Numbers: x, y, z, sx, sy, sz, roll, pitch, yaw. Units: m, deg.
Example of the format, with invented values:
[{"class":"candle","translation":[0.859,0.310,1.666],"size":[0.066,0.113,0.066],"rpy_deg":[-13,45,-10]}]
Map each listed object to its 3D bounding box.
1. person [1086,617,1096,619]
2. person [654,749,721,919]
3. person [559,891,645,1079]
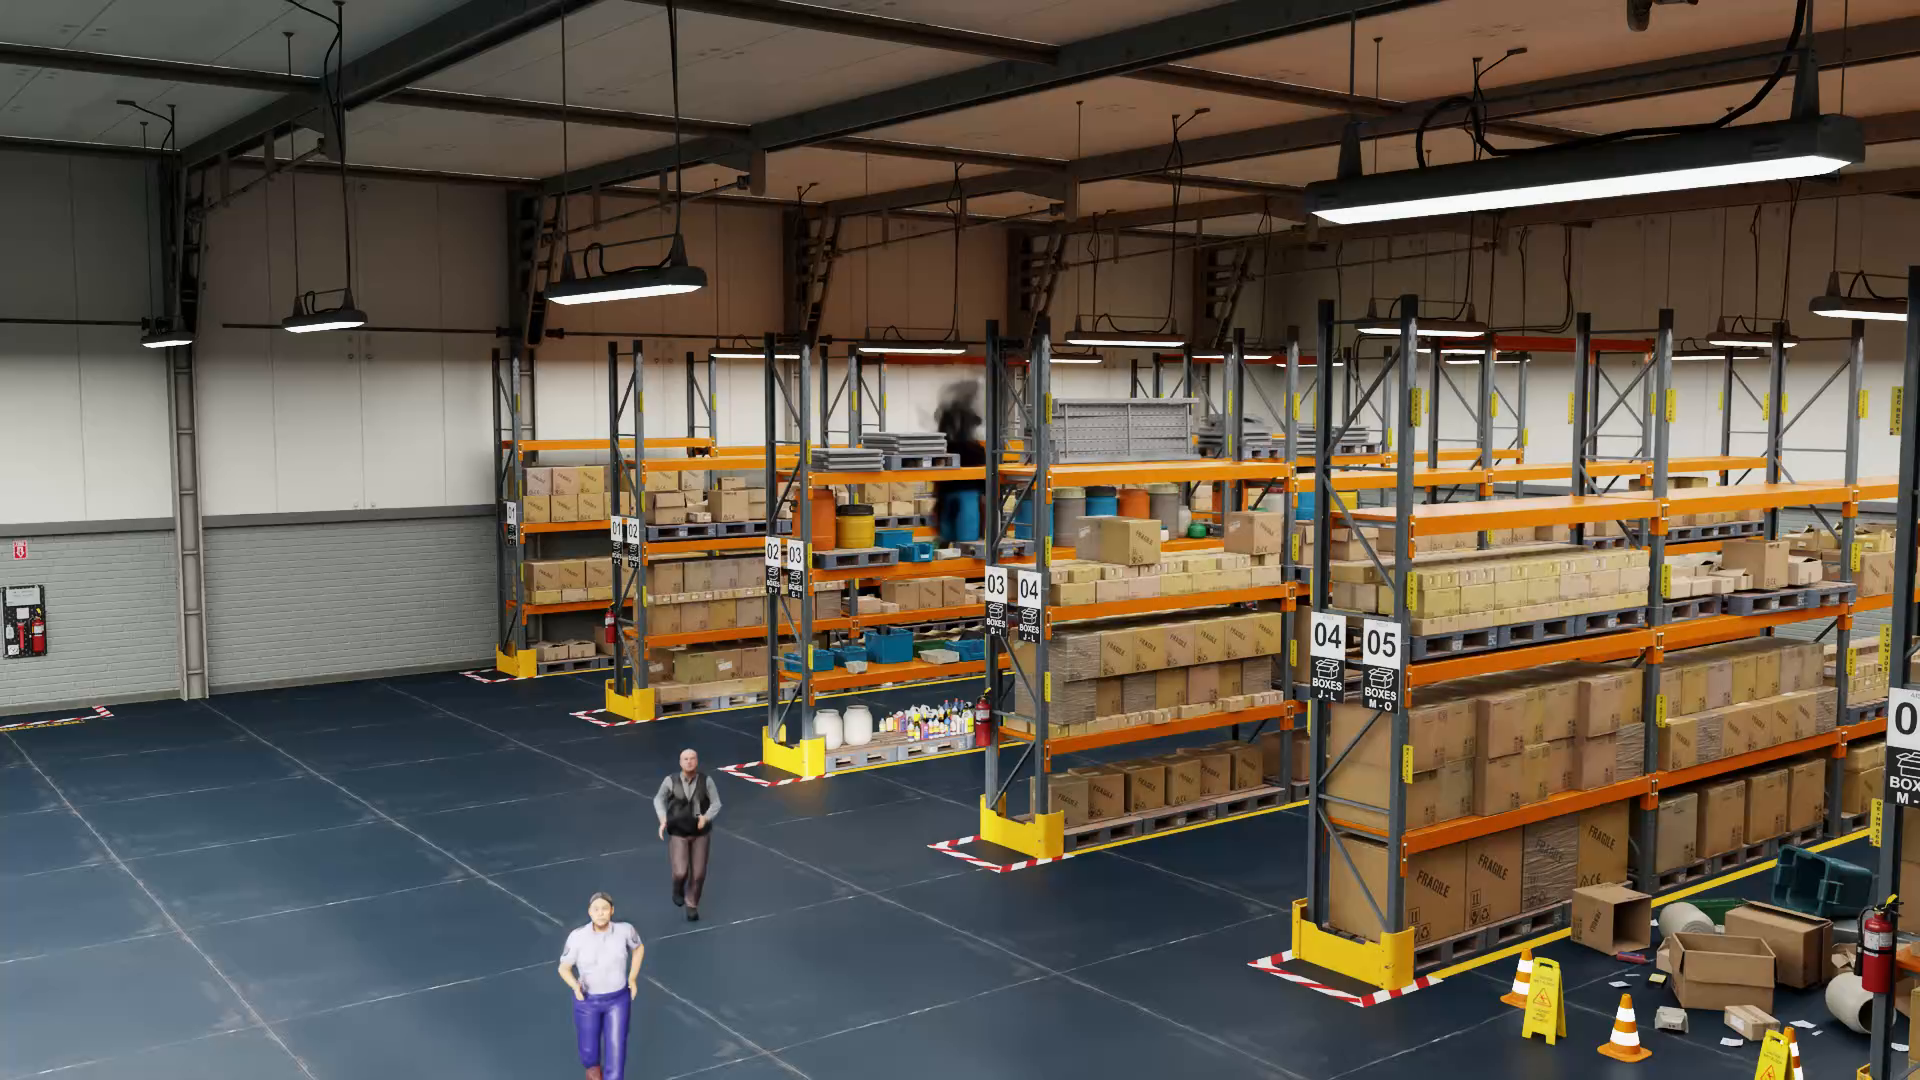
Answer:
[{"class":"person","translation":[2.112,1.794,28.930],"size":[0.558,1.705,0.670],"rpy_deg":[5,7,42]},{"class":"person","translation":[-2.662,2.896,16.320],"size":[0.652,1.678,0.569],"rpy_deg":[-1,5,-13]},{"class":"person","translation":[-2.546,3.317,11.866],"size":[0.607,1.639,0.818],"rpy_deg":[-1,5,-13]}]
